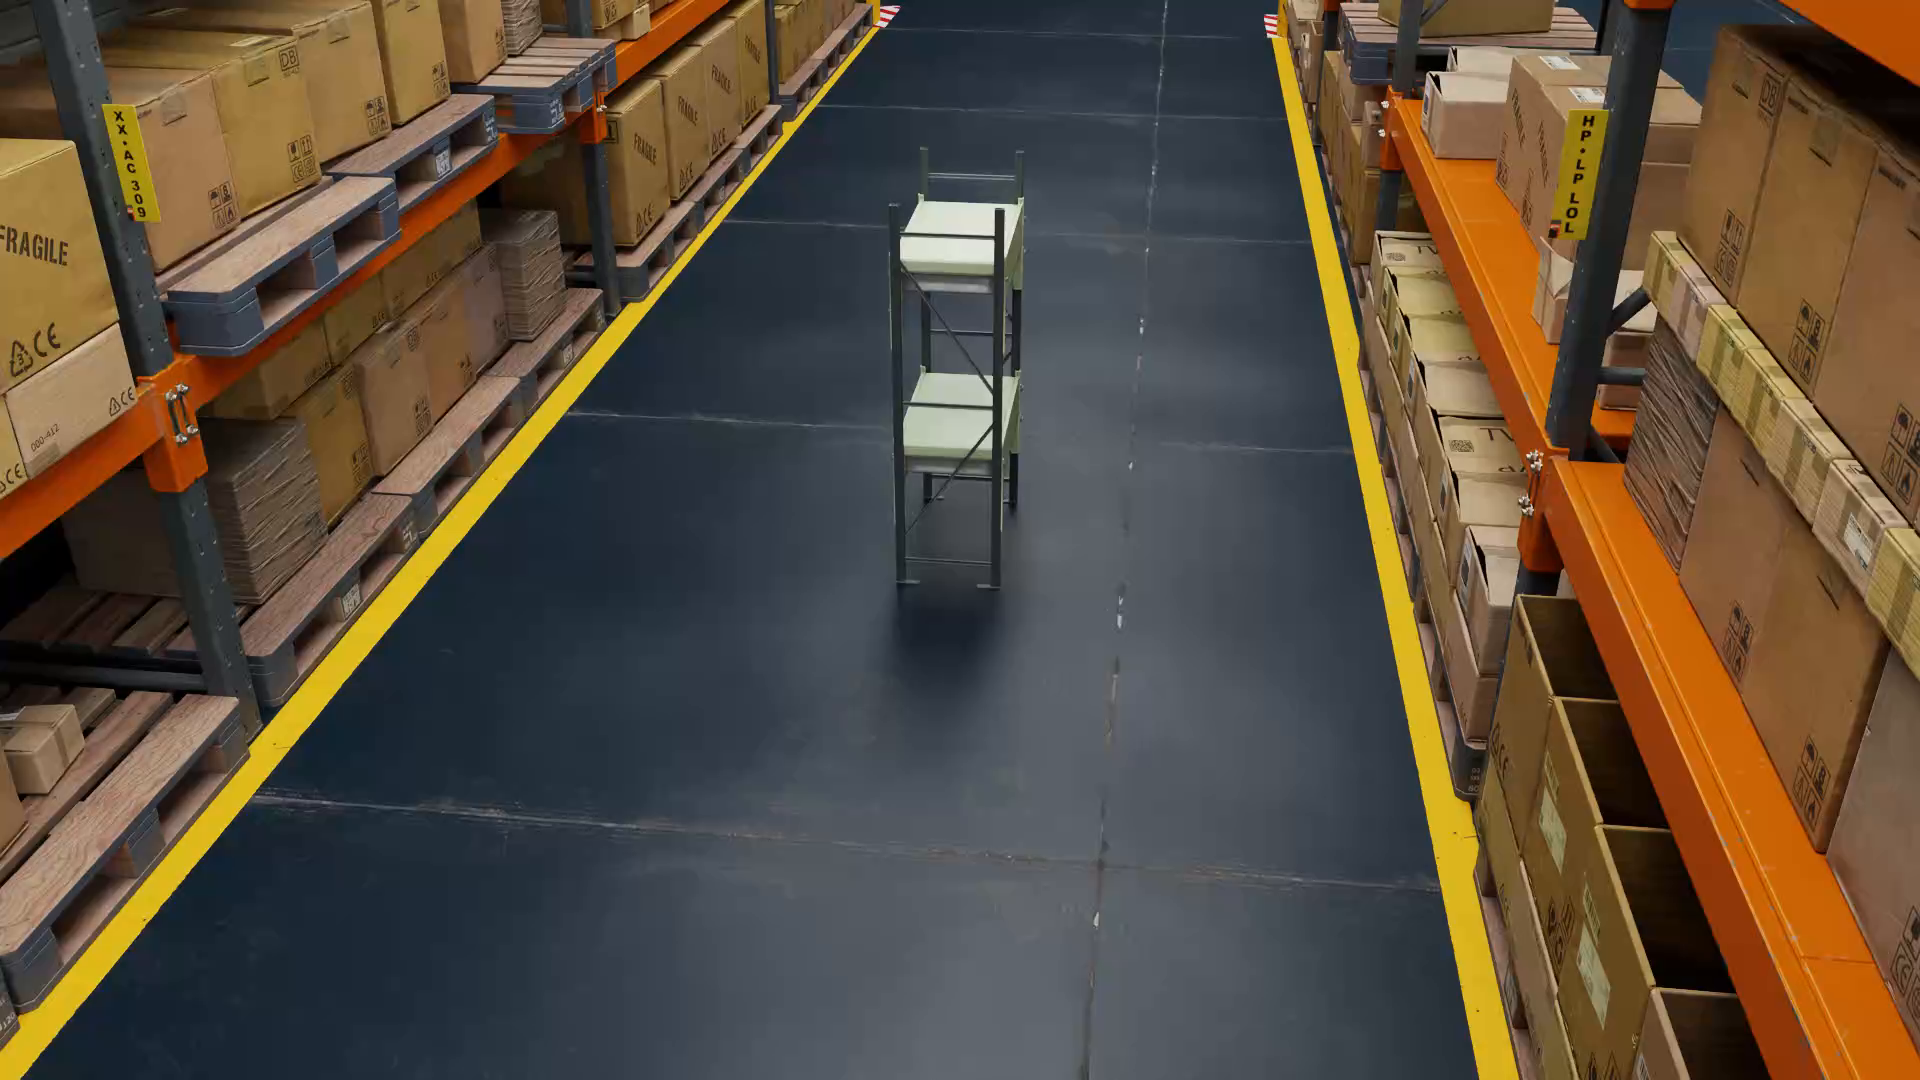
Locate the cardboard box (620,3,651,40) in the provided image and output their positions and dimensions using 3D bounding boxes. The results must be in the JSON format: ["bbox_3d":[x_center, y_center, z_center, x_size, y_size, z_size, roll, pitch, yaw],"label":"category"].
[{"bbox_3d":[-1.922,-2.851,9.122,0.380,0.149,0.250,4,29,8],"label":"cardboard box"}]

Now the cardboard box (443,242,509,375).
[{"bbox_3d":[-2.564,-1.088,7.779,0.700,0.500,0.500,3,28,6],"label":"cardboard box"}]

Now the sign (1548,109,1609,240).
[{"bbox_3d":[1.538,-0.905,4.131,0.100,0.325,0.005,3,28,6],"label":"sign"}]

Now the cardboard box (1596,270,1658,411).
[{"bbox_3d":[2.095,-0.572,4.807,0.500,0.250,0.500,5,29,9],"label":"cardboard box"}]

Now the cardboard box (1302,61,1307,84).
[{"bbox_3d":[2.833,-3.573,12.761,0.380,0.149,0.250,3,28,6],"label":"cardboard box"}]

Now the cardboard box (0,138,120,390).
[{"bbox_3d":[-2.590,-0.722,4.274,0.500,0.500,0.500,3,28,6],"label":"cardboard box"}]

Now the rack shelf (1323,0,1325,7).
[{"bbox_3d":[3.303,-4.794,13.244,1.077,0.370,4.000,3,28,6],"label":"rack shelf"}]

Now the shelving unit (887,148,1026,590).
[{"bbox_3d":[-0.001,-0.657,6.388,0.431,1.500,0.755,3,28,6],"label":"shelving unit"}]

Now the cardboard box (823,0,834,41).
[{"bbox_3d":[-1.477,-4.615,14.347,0.700,0.500,0.500,2,28,5],"label":"cardboard box"}]

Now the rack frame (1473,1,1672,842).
[{"bbox_3d":[2.078,-0.404,4.337,1.000,3.000,0.127,3,28,6],"label":"rack frame"}]

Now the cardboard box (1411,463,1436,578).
[{"bbox_3d":[1.967,-0.069,6.171,0.500,0.250,0.500,4,29,7],"label":"cardboard box"}]

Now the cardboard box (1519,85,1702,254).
[{"bbox_3d":[2.314,-1.292,5.880,0.500,0.500,0.500,3,28,6],"label":"cardboard box"}]

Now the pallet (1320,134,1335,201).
[{"bbox_3d":[2.996,-2.557,11.273,1.003,0.211,1.213,3,28,6],"label":"pallet"}]

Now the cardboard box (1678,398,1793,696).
[{"bbox_3d":[1.972,0.010,3.463,0.700,0.500,0.500,3,28,6],"label":"cardboard box"}]

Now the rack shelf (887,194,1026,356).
[{"bbox_3d":[-0.001,-1.001,6.203,0.431,0.370,0.720,3,28,6],"label":"rack shelf"}]

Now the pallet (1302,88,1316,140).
[{"bbox_3d":[3.143,-3.265,12.588,1.003,0.211,1.213,3,28,6],"label":"pallet"}]

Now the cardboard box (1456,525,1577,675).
[{"bbox_3d":[1.843,0.168,5.141,0.500,0.311,0.500,3,28,6],"label":"cardboard box"}]

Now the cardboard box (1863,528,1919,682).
[{"bbox_3d":[1.667,0.111,2.591,0.380,0.149,0.250,3,28,6],"label":"cardboard box"}]

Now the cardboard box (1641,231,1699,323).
[{"bbox_3d":[1.853,-0.618,3.945,0.380,0.149,0.250,3,28,6],"label":"cardboard box"}]

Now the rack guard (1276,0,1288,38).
[{"bbox_3d":[3.539,-4.916,15.348,1.175,0.500,0.348,3,28,6],"label":"rack guard"}]

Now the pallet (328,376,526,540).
[{"bbox_3d":[-2.598,-0.405,7.278,1.003,0.211,1.213,3,28,6],"label":"pallet"}]

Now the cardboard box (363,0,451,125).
[{"bbox_3d":[-2.527,-2.001,6.732,0.700,0.500,0.500,3,28,6],"label":"cardboard box"}]

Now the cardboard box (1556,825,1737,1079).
[{"bbox_3d":[1.588,0.963,3.466,0.500,0.500,0.500,3,28,6],"label":"cardboard box"}]

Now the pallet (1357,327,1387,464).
[{"bbox_3d":[2.429,-0.674,7.778,1.003,0.211,1.213,3,28,6],"label":"pallet"}]

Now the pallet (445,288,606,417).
[{"bbox_3d":[-2.446,-0.977,8.341,1.003,0.211,1.213,3,28,6],"label":"pallet"}]

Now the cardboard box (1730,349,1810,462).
[{"bbox_3d":[1.762,-0.255,3.271,0.380,0.149,0.250,3,28,6],"label":"cardboard box"}]

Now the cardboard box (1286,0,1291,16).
[{"bbox_3d":[3.156,-4.814,15.064,0.380,0.149,0.250,3,28,6],"label":"cardboard box"}]

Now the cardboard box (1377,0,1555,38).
[{"bbox_3d":[2.533,-2.818,8.271,0.700,0.500,0.500,-6,29,-11],"label":"cardboard box"}]

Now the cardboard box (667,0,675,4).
[{"bbox_3d":[-1.901,-3.335,10.021,0.380,0.149,0.250,4,29,6],"label":"cardboard box"}]

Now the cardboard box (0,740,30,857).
[{"bbox_3d":[-2.926,0.708,4.445,0.500,0.500,0.500,1,28,2],"label":"cardboard box"}]

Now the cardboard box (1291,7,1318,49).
[{"bbox_3d":[3.078,-4.325,14.051,0.500,0.250,0.500,3,28,6],"label":"cardboard box"}]

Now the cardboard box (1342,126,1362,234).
[{"bbox_3d":[2.514,-2.077,9.615,0.500,0.500,0.500,2,28,4],"label":"cardboard box"}]

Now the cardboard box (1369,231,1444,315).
[{"bbox_3d":[2.213,-1.278,7.825,0.500,0.311,0.500,4,29,8],"label":"cardboard box"}]

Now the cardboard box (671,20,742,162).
[{"bbox_3d":[-1.915,-2.962,10.909,0.750,0.750,0.750,4,29,8],"label":"cardboard box"}]

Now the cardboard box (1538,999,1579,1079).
[{"bbox_3d":[1.588,1.293,3.644,0.500,0.250,0.500,3,28,6],"label":"cardboard box"}]

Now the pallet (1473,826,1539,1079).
[{"bbox_3d":[1.939,1.196,4.308,1.003,0.211,1.213,3,28,6],"label":"pallet"}]

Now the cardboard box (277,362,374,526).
[{"bbox_3d":[-2.752,-0.377,6.458,0.700,0.500,0.500,3,28,5],"label":"cardboard box"}]

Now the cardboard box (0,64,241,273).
[{"bbox_3d":[-2.743,-1.165,5.181,0.700,0.500,0.500,3,29,6],"label":"cardboard box"}]

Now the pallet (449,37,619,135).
[{"bbox_3d":[-2.330,-2.146,7.774,1.213,0.211,1.003,3,28,6],"label":"pallet"}]

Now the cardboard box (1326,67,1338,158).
[{"bbox_3d":[2.703,-2.797,10.951,0.500,0.500,0.500,4,29,7],"label":"cardboard box"}]

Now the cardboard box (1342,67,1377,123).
[{"bbox_3d":[2.574,-2.672,9.929,0.500,0.250,0.500,3,28,5],"label":"cardboard box"}]

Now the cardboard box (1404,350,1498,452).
[{"bbox_3d":[2.029,-0.549,6.471,0.500,0.311,0.500,3,28,6],"label":"cardboard box"}]

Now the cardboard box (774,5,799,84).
[{"bbox_3d":[-1.665,-3.886,12.993,0.700,0.500,0.500,4,29,7],"label":"cardboard box"}]

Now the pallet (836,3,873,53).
[{"bbox_3d":[-1.389,-4.730,15.307,1.003,0.211,1.213,3,28,6],"label":"pallet"}]

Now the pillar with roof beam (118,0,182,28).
[{"bbox_3d":[0.906,-4.402,5.433,9.100,9.000,0.400,3,28,6],"label":"pillar with roof beam"}]

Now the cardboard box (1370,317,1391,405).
[{"bbox_3d":[2.152,-0.795,7.519,0.500,0.250,0.500,3,28,5],"label":"cardboard box"}]

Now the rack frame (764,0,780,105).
[{"bbox_3d":[-1.859,-4.455,11.857,1.000,3.000,0.127,3,28,6],"label":"rack frame"}]

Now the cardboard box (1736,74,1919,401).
[{"bbox_3d":[1.969,-0.572,3.175,0.700,0.500,0.500,3,28,6],"label":"cardboard box"}]

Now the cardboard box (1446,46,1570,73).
[{"bbox_3d":[2.480,-2.079,7.540,0.500,0.311,0.500,5,29,9],"label":"cardboard box"}]

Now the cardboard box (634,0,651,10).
[{"bbox_3d":[-1.962,-3.216,9.117,0.500,0.500,0.500,4,29,8],"label":"cardboard box"}]

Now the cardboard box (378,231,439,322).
[{"bbox_3d":[-2.575,-1.147,7.097,0.500,0.250,0.500,3,28,6],"label":"cardboard box"}]

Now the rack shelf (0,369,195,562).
[{"bbox_3d":[-3.084,0.568,3.291,1.077,0.370,4.000,3,28,6],"label":"rack shelf"}]
